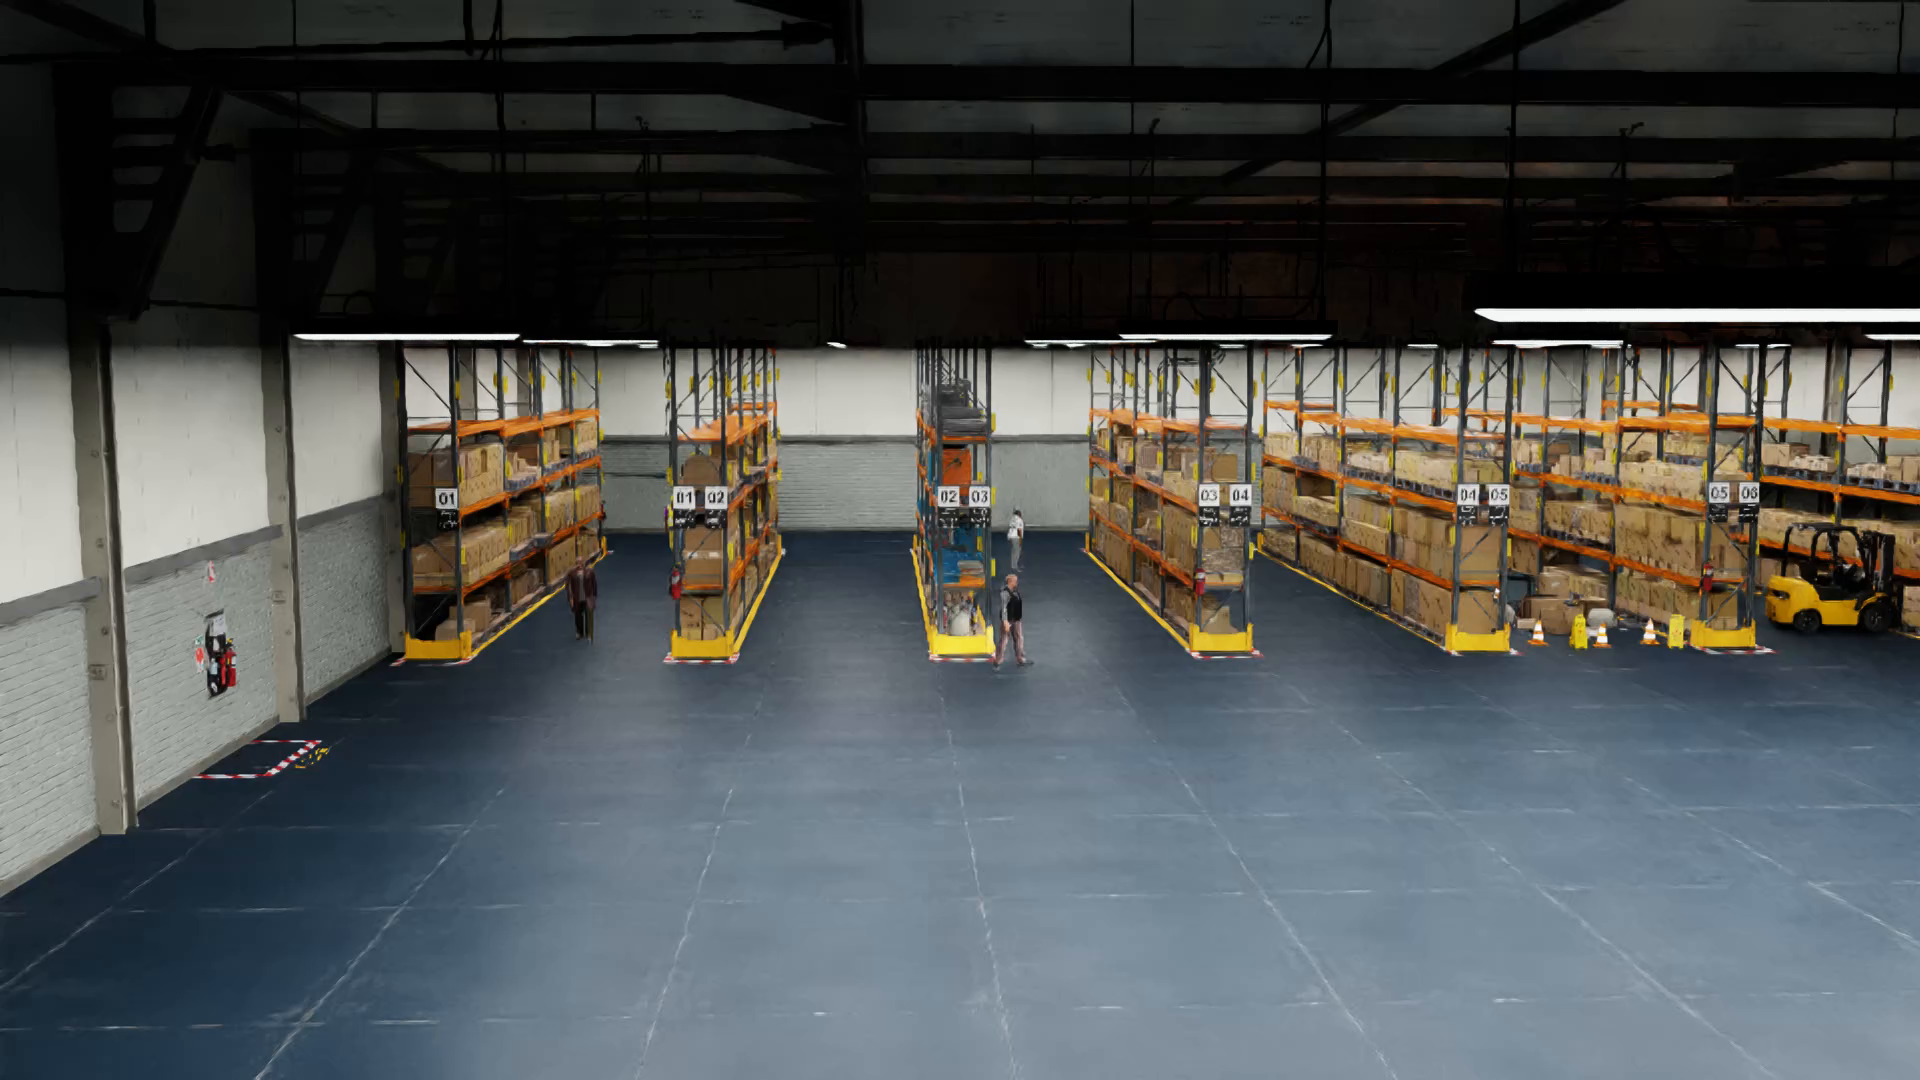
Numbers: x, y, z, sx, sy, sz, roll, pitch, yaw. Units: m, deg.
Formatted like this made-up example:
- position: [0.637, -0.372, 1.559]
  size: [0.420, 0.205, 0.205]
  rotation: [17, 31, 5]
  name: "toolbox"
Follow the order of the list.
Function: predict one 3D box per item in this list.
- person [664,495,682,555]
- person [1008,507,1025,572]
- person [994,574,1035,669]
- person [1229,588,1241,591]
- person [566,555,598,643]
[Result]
- position: [-8.029, -0.435, 46.752]
  size: [0.577, 1.691, 1.114]
  rotation: [0, 6, -1]
  name: "person"
- position: [1.495, -0.031, 43.302]
  size: [0.463, 1.672, 0.578]
  rotation: [-3, 7, -22]
  name: "person"
- position: [0.944, 1.450, 30.054]
  size: [0.564, 1.709, 0.733]
  rotation: [4, 8, 34]
  name: "person"
- position: [6.582, 0.367, 39.859]
  size: [0.448, 1.652, 0.573]
  rotation: [-3, 7, -28]
  name: "person"
- position: [-7.439, 1.141, 32.702]
  size: [0.603, 1.705, 1.079]
  rotation: [-1, 7, -9]
  name: "person"
